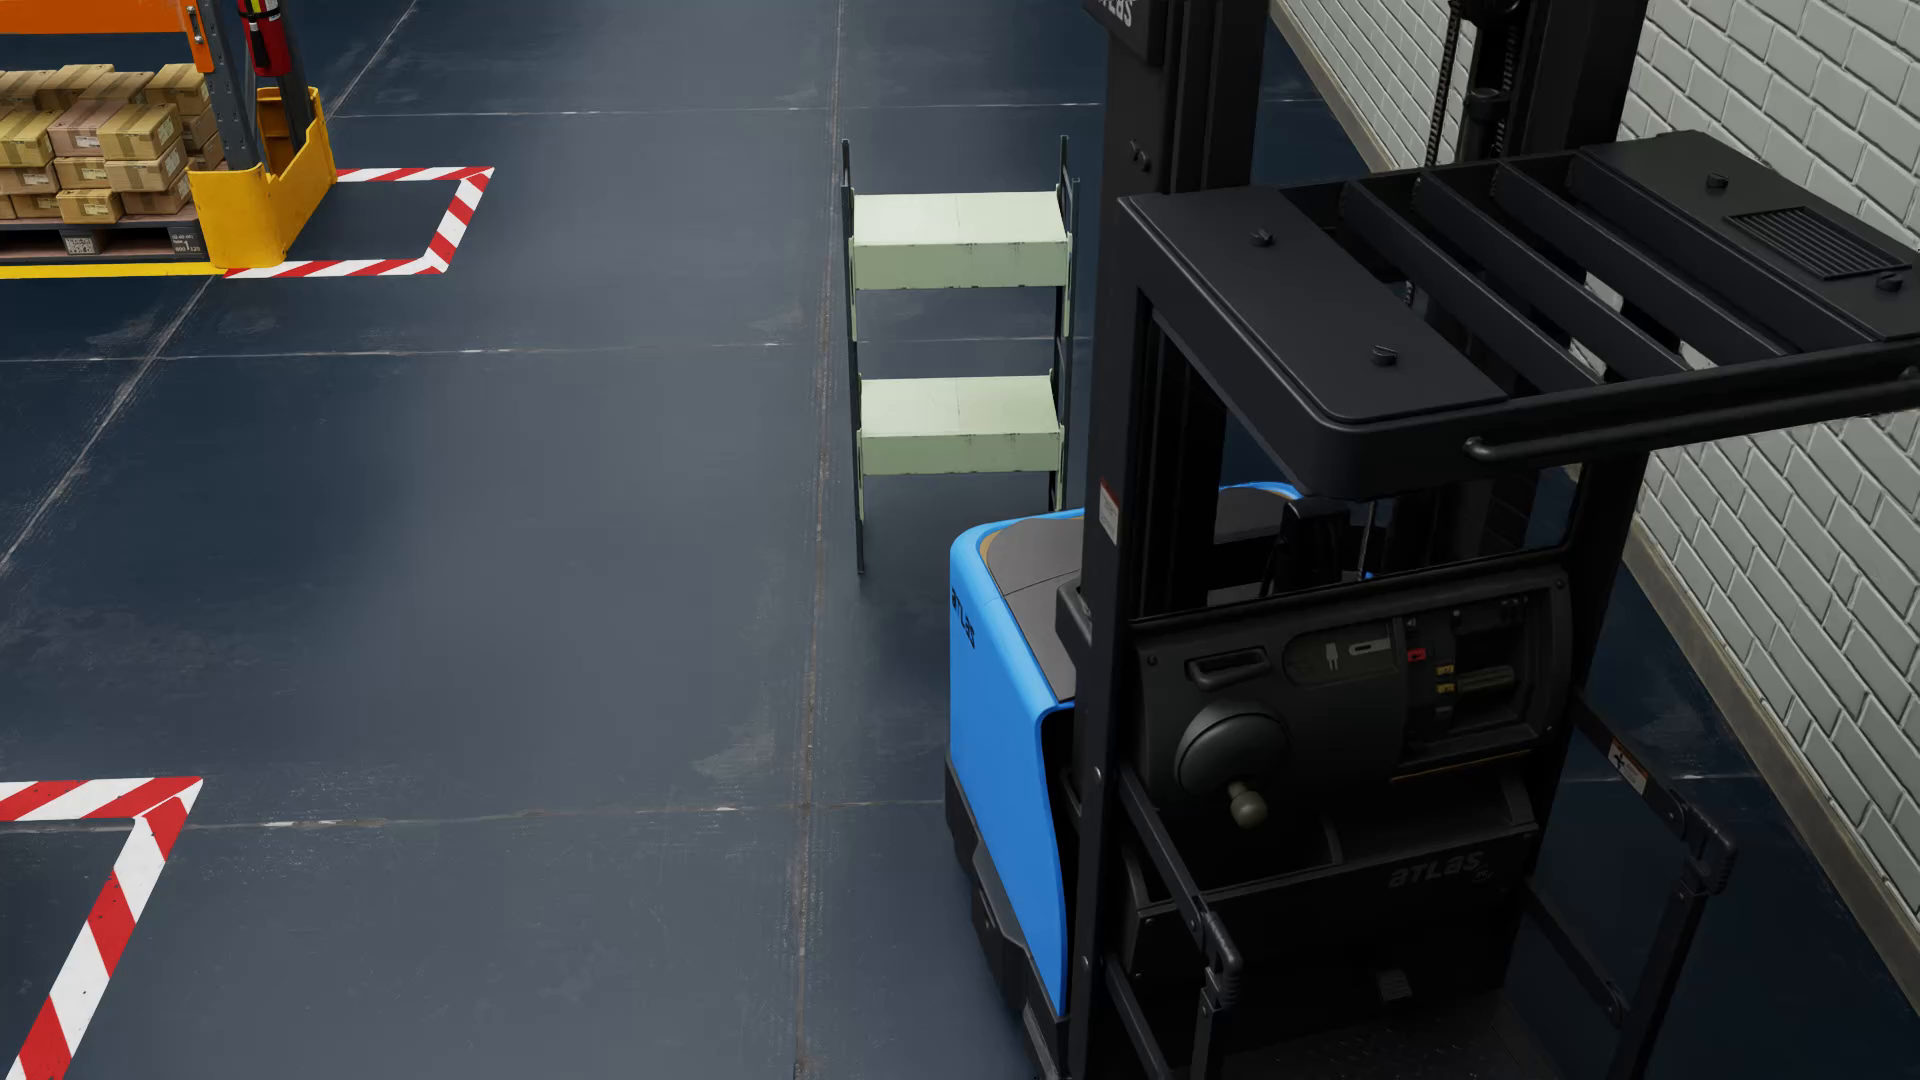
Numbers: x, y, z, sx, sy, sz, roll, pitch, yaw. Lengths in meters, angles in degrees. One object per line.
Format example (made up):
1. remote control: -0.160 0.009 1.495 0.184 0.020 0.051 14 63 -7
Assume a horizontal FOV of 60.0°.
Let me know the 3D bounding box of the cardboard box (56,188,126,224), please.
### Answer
1. cardboard box: -4.243 -1.707 8.217 0.250 0.149 0.380 -1 35 -1

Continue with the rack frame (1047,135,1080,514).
1. rack frame: 0.359 -0.626 5.837 0.023 1.500 0.400 -2 35 -2

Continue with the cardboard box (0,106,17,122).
1. cardboard box: -4.760 -1.966 8.068 0.250 0.149 0.380 -3 35 -4

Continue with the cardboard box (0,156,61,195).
1. cardboard box: -4.508 -1.835 8.140 0.250 0.149 0.380 -3 35 -4

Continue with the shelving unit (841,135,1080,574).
1. shelving unit: -0.007 -0.617 5.823 0.755 1.500 0.431 -2 35 -2

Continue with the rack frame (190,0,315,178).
1. rack frame: -3.475 -2.904 7.810 0.127 3.000 1.000 -2 35 -2

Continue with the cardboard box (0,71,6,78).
1. cardboard box: -5.063 -2.262 8.496 0.250 0.149 0.380 0 35 0

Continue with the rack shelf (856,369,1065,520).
1. rack shelf: -0.007 -0.348 6.008 0.720 0.370 0.431 -2 35 -2

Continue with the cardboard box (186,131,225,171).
1. cardboard box: -4.014 -2.072 8.744 0.250 0.149 0.380 -1 35 -1

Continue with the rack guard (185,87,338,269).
1. rack guard: -3.551 -1.874 8.518 0.348 0.500 1.175 -2 35 -2

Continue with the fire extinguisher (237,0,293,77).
1. fire extinguisher: -3.202 -2.463 7.569 0.183 0.674 0.296 -2 35 -2

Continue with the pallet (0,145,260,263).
1. pallet: -4.364 -1.753 8.598 1.213 0.211 1.003 -2 35 -2

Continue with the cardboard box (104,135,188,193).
1. cardboard box: -3.989 -1.850 8.162 0.250 0.149 0.380 -2 35 -4

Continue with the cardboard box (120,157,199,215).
1. cardboard box: -3.991 -1.771 8.310 0.250 0.149 0.380 -1 35 -1

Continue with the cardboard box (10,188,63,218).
1. cardboard box: -4.511 -1.749 8.277 0.250 0.149 0.380 -2 35 -2

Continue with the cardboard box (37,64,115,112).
1. cardboard box: -4.542 -2.318 8.577 0.250 0.149 0.380 -2 35 -2

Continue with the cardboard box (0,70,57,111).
1. cardboard box: -4.786 -2.264 8.499 0.250 0.149 0.380 -3 35 -5

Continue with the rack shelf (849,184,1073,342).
1. rack shelf: -0.007 -0.937 5.601 0.720 0.370 0.431 -2 35 -2

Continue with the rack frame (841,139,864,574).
1. rack frame: -0.372 -0.607 5.809 0.023 1.500 0.400 -2 35 -2

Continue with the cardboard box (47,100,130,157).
1. cardboard box: -4.246 -2.016 8.141 0.250 0.149 0.380 -1 35 -1

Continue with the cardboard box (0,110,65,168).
1. cardboard box: -4.499 -1.937 8.026 0.250 0.149 0.380 -2 35 -3

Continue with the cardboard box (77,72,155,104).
1. cardboard box: -4.284 -2.252 8.481 0.250 0.149 0.380 -1 35 -1

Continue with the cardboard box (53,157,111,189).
1. cardboard box: -4.253 -1.873 8.196 0.250 0.149 0.380 -2 35 -3

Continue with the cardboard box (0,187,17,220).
1. cardboard box: -4.757 -1.735 8.257 0.250 0.149 0.380 -1 35 -2

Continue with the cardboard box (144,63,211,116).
1. cardboard box: -4.015 -2.328 8.591 0.250 0.149 0.380 -3 35 -4

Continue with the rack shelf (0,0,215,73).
1. rack shelf: -5.473 -2.554 7.937 4.000 0.370 1.077 -2 35 -2

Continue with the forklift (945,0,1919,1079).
1. forklift: 0.856 0.375 3.133 1.130 2.935 3.031 -9 36 -13

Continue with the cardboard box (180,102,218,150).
1. cardboard box: -4.011 -2.158 8.607 0.250 0.149 0.380 0 35 0

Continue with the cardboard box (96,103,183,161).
1. cardboard box: -3.992 -1.990 8.103 0.250 0.149 0.380 -1 35 -2
